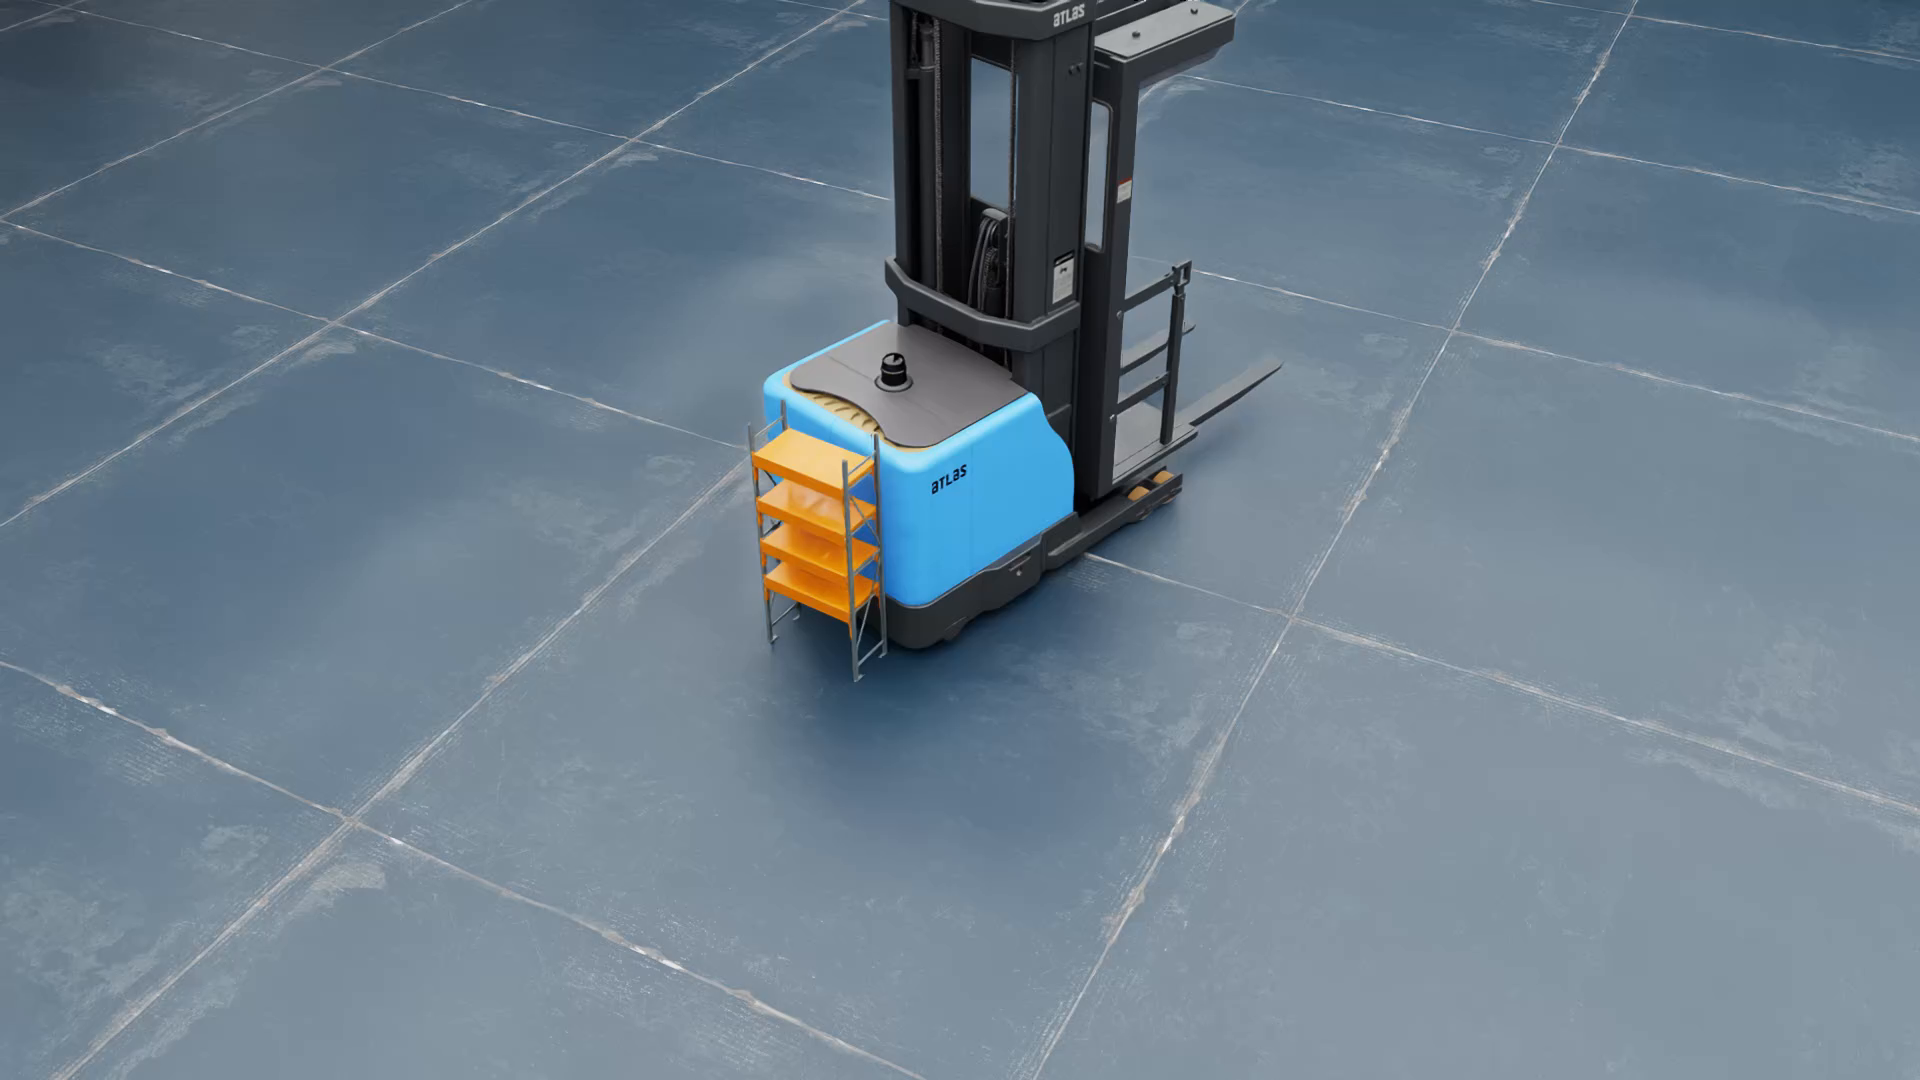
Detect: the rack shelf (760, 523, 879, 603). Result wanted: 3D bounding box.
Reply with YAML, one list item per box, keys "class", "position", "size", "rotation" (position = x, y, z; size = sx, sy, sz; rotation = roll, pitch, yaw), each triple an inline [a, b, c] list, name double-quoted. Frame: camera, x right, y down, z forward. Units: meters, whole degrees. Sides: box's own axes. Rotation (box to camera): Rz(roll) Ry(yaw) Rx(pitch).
- class: "rack shelf"
  position: [-0.608, 0.071, 7.294]
  size: [0.480, 0.148, 0.258]
  rotation: [22, 43, 26]

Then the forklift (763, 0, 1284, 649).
- class: "forklift"
  position: [0.492, -1.467, 7.777]
  size: [1.130, 2.935, 3.031]
  rotation: [31, 47, 34]

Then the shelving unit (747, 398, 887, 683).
- class: "shelving unit"
  position: [-0.609, 0.017, 7.254]
  size: [0.503, 1.200, 0.258]
  rotation: [22, 43, 26]

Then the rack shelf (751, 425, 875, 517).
- class: "rack shelf"
  position: [-0.609, -0.295, 7.015]
  size: [0.480, 0.148, 0.258]
  rotation: [22, 43, 26]

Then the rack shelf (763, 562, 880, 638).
- class: "rack shelf"
  position: [-0.608, 0.229, 7.415]
  size: [0.480, 0.148, 0.258]
  rotation: [22, 43, 26]

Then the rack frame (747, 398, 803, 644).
- class: "rack frame"
  position: [-0.812, -0.064, 7.360]
  size: [0.015, 1.200, 0.240]
  rotation: [22, 43, 26]

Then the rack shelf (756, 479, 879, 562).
- class: "rack shelf"
  position: [-0.609, -0.107, 7.159]
  size: [0.480, 0.148, 0.258]
  rotation: [22, 43, 26]

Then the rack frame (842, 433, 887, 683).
- class: "rack frame"
  position: [-0.405, 0.098, 7.147]
  size: [0.015, 1.200, 0.240]
  rotation: [22, 43, 26]
